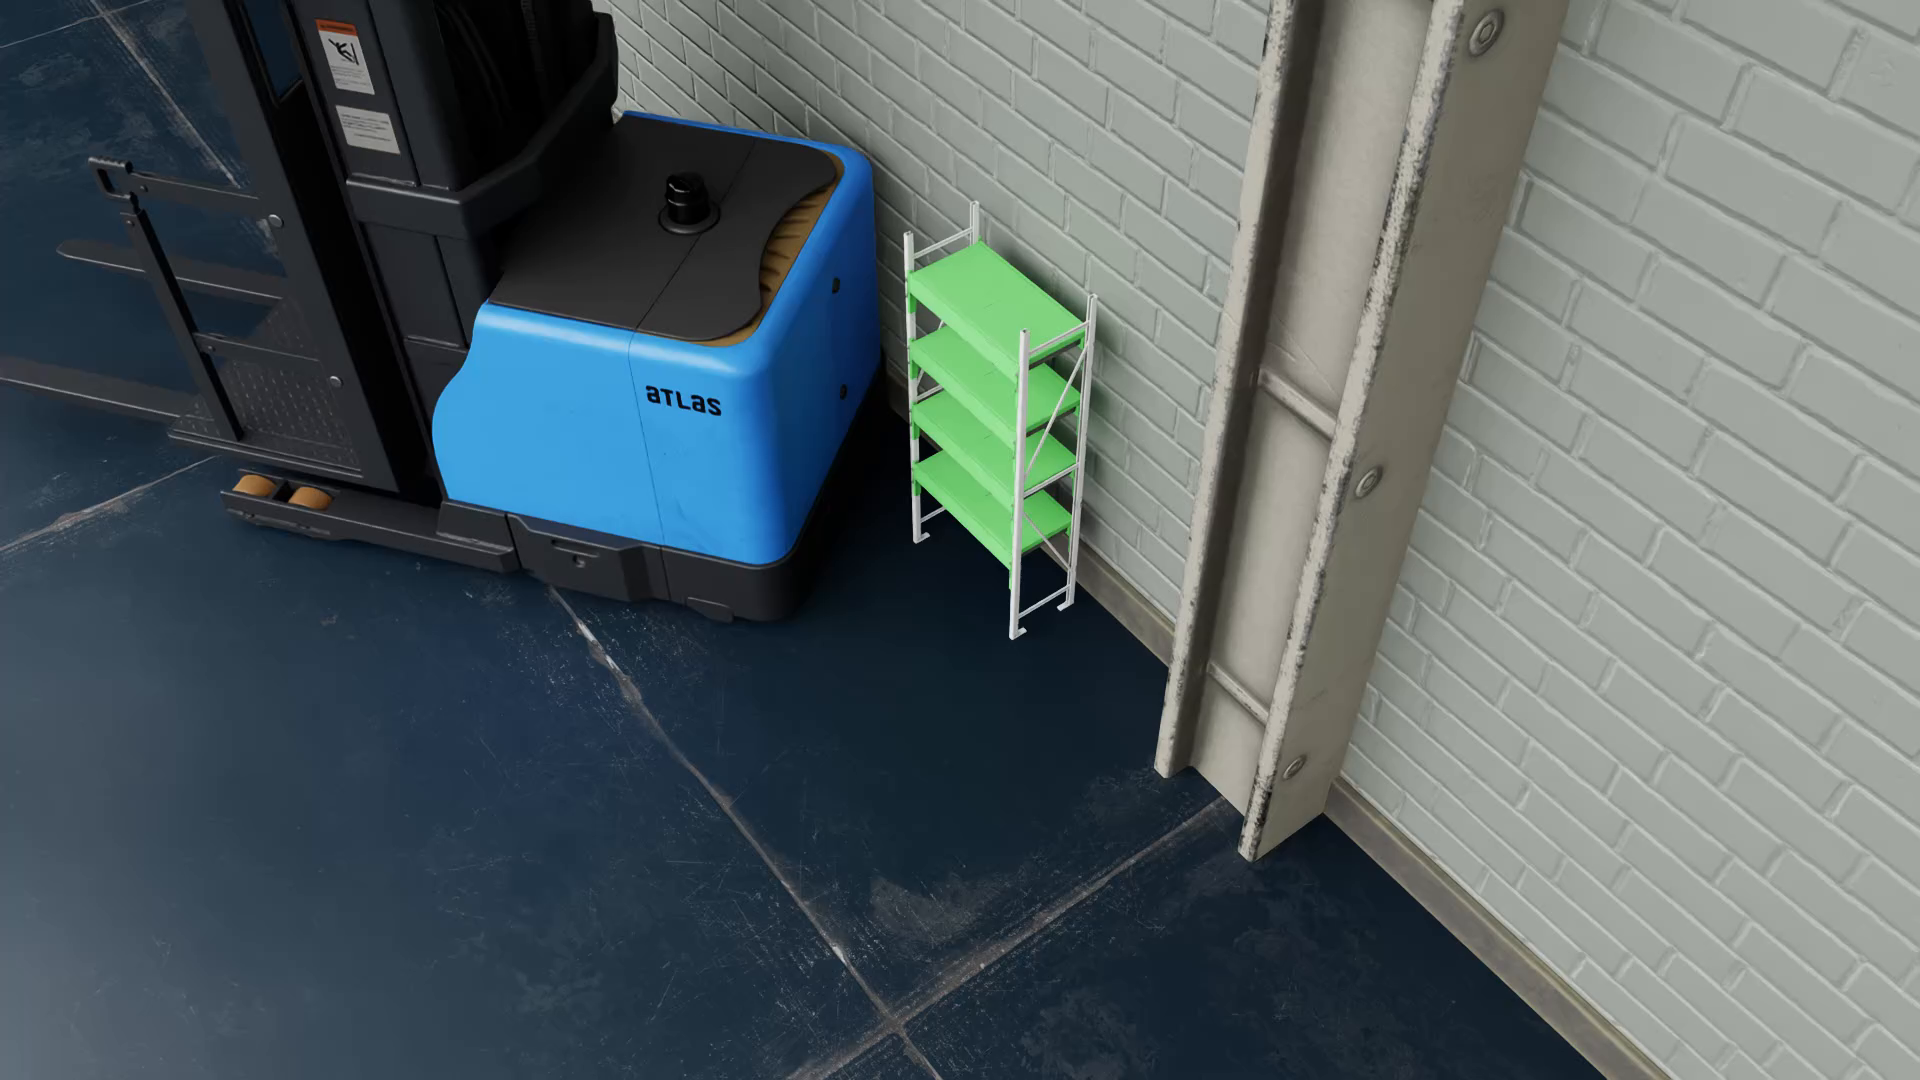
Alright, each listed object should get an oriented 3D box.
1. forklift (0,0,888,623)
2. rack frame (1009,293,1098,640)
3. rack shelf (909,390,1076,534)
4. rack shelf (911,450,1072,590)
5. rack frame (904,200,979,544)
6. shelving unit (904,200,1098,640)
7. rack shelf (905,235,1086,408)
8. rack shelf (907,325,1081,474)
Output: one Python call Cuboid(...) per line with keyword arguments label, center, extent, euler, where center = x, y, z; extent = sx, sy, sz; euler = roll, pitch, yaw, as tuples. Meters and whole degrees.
Cuboid(label="forklift", center=(-1.815, -1.355, 4.500), extent=(3.031, 2.935, 1.130), euler=(12, 49, 11))
Cuboid(label="rack frame", center=(0.248, -0.162, 4.587), extent=(0.240, 1.200, 0.015), euler=(-29, 54, -24))
Cuboid(label="rack shelf", center=(0.100, -0.262, 4.764), extent=(0.258, 0.148, 0.480), euler=(-29, 54, -24))
Cuboid(label="rack shelf", center=(0.100, -0.101, 4.942), extent=(0.258, 0.148, 0.480), euler=(-29, 54, -24))
Cuboid(label="rack frame", center=(-0.048, -0.449, 4.847), extent=(0.240, 1.200, 0.015), euler=(-29, 54, -24))
Cuboid(label="shelving unit", center=(0.100, -0.305, 4.717), extent=(0.258, 1.200, 0.503), euler=(-29, 54, -24))
Cuboid(label="rack shelf", center=(0.100, -0.585, 4.409), extent=(0.258, 0.148, 0.480), euler=(-29, 54, -24))
Cuboid(label="rack shelf", center=(0.100, -0.424, 4.587), extent=(0.258, 0.148, 0.480), euler=(-29, 54, -24))
